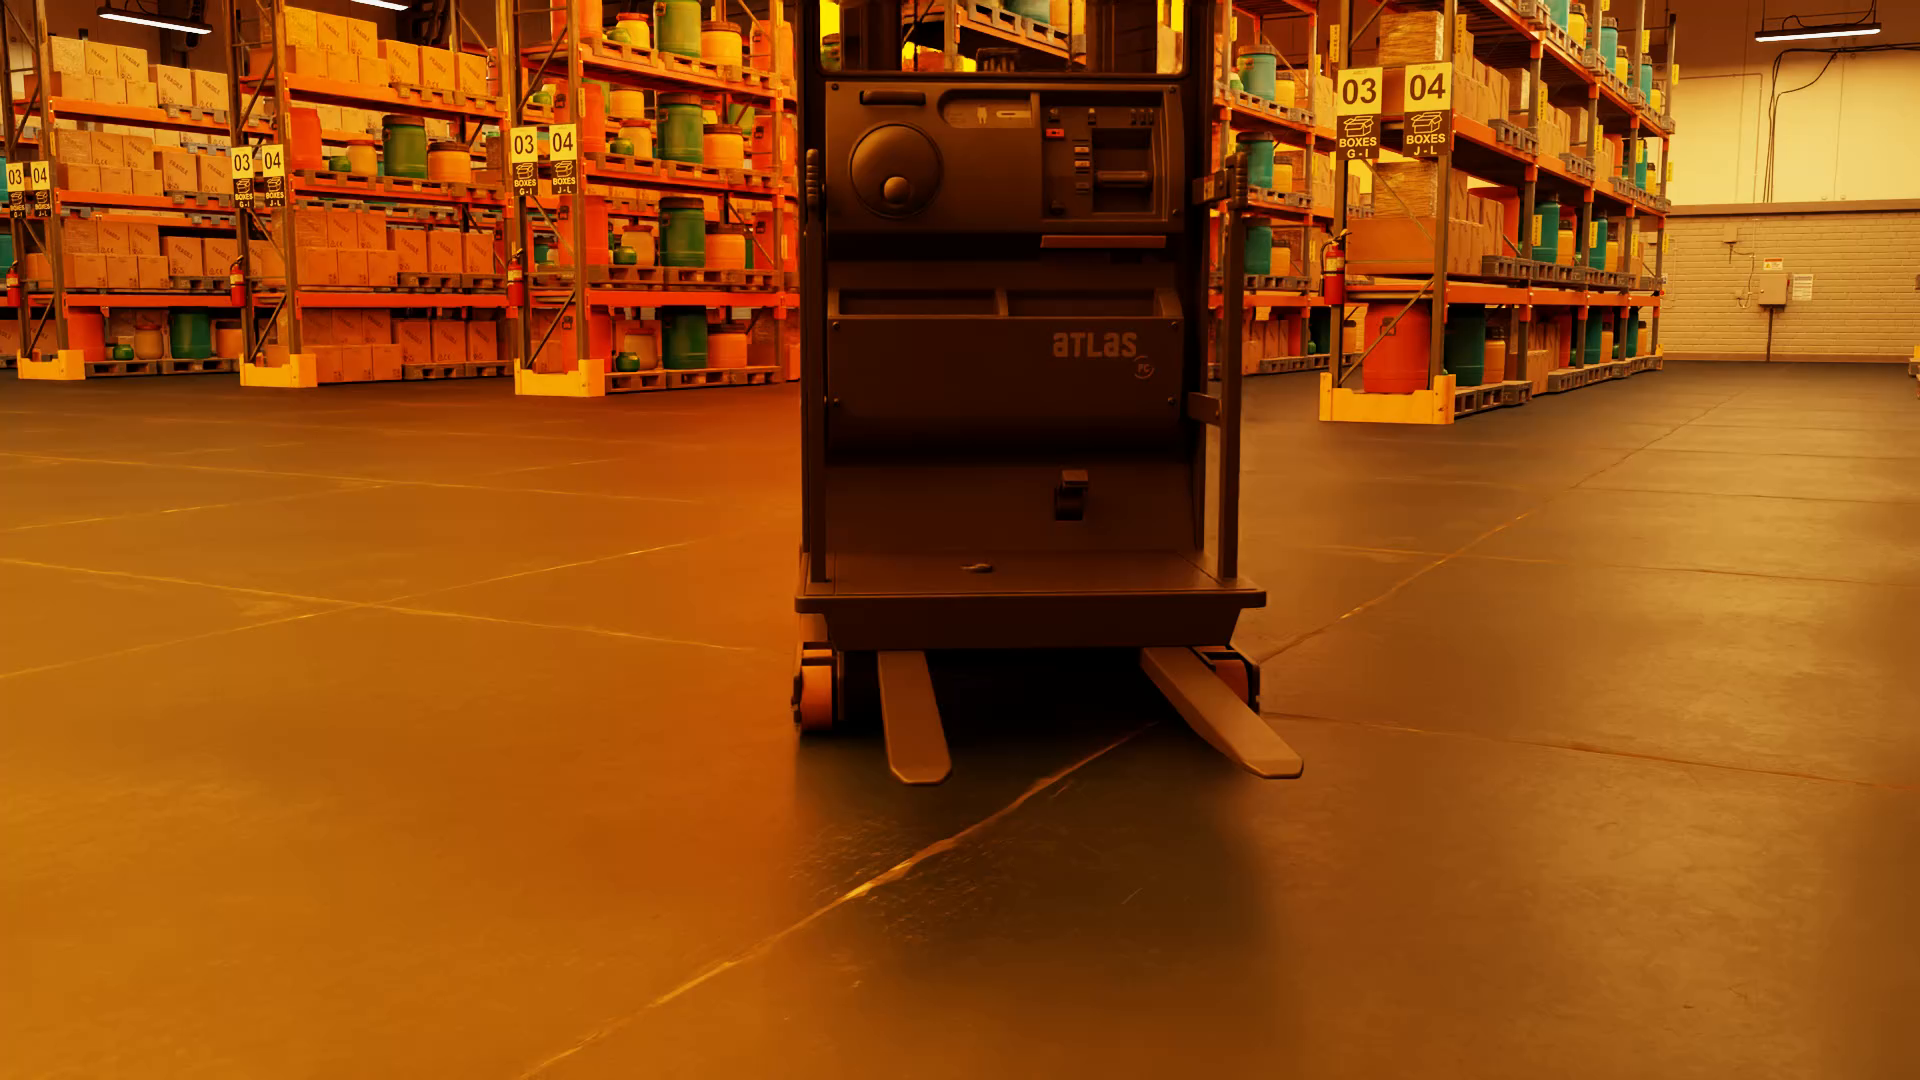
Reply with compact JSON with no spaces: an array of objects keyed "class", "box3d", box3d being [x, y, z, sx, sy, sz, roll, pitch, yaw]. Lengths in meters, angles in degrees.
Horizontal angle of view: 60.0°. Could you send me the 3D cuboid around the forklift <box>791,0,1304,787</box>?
[{"class":"forklift","box3d":[0.135,-1.037,4.110,1.130,2.935,3.031,-1,8,-4]}]
